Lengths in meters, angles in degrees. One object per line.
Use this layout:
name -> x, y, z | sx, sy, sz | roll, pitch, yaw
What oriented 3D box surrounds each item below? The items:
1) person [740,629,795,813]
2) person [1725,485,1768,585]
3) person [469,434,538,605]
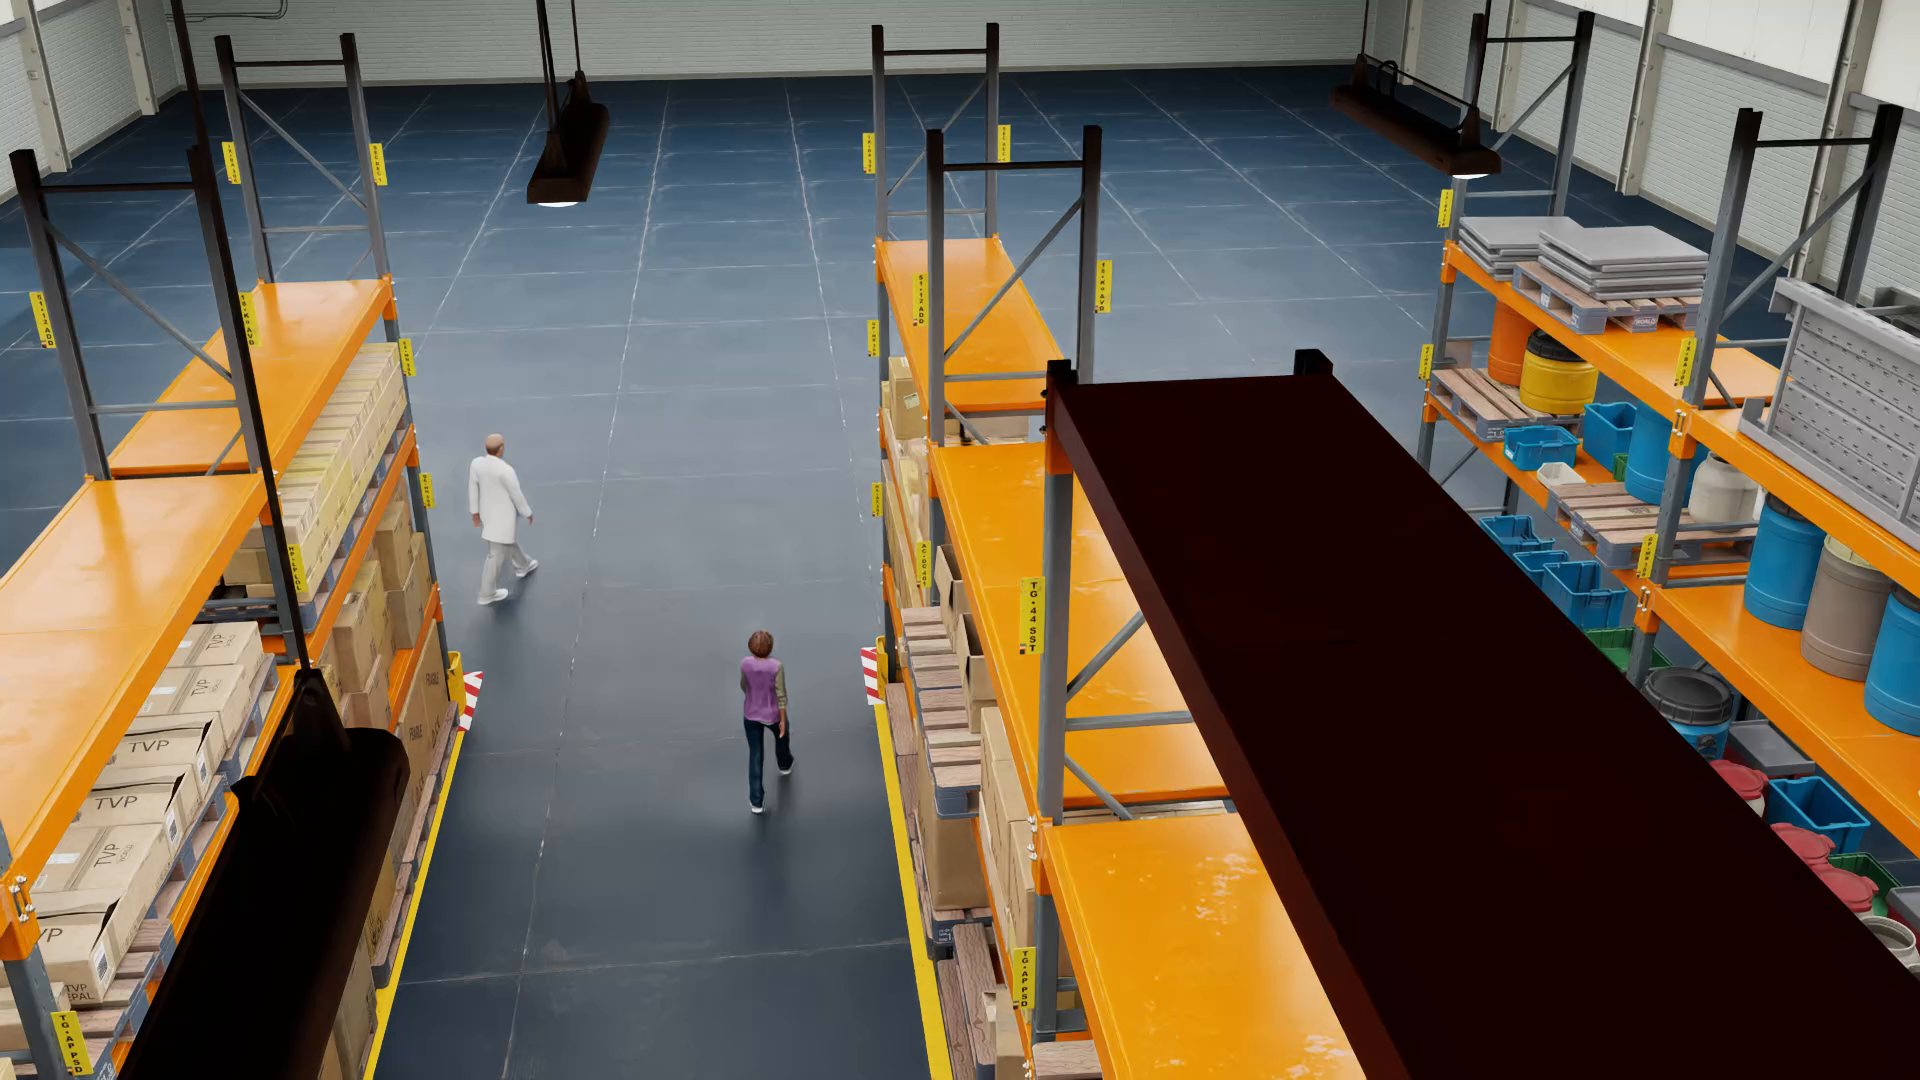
person -> -1.589, 1.390, 13.737 | 0.428, 1.554, 0.897 | 3, 26, 6
person -> 7.887, 0.006, 16.423 | 0.570, 1.761, 0.464 | 2, 26, 4
person -> -4.659, -0.281, 17.014 | 0.601, 1.735, 1.017 | 18, 31, 33
